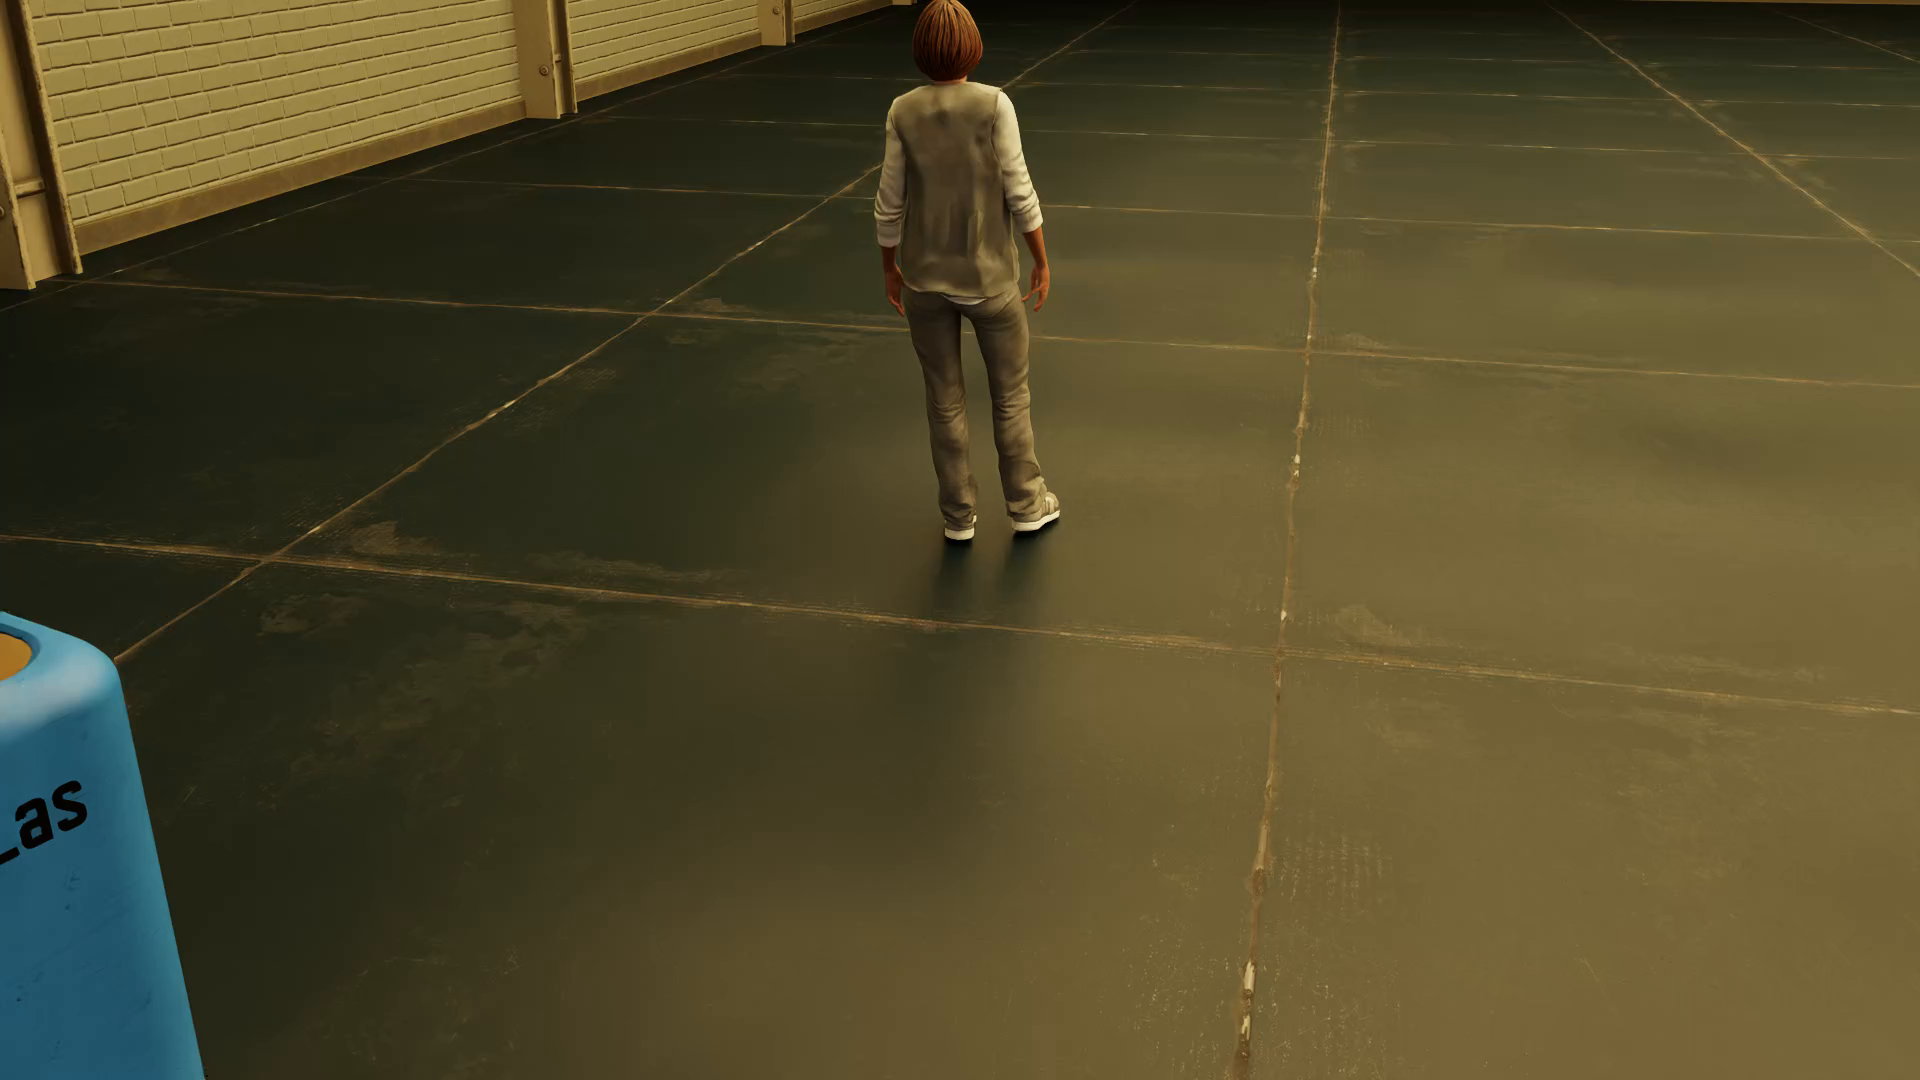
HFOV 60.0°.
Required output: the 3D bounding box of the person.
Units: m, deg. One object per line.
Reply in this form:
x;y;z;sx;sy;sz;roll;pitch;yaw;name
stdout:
0.030;-0.773;4.909;0.520;1.599;0.473;5;23;11;person
